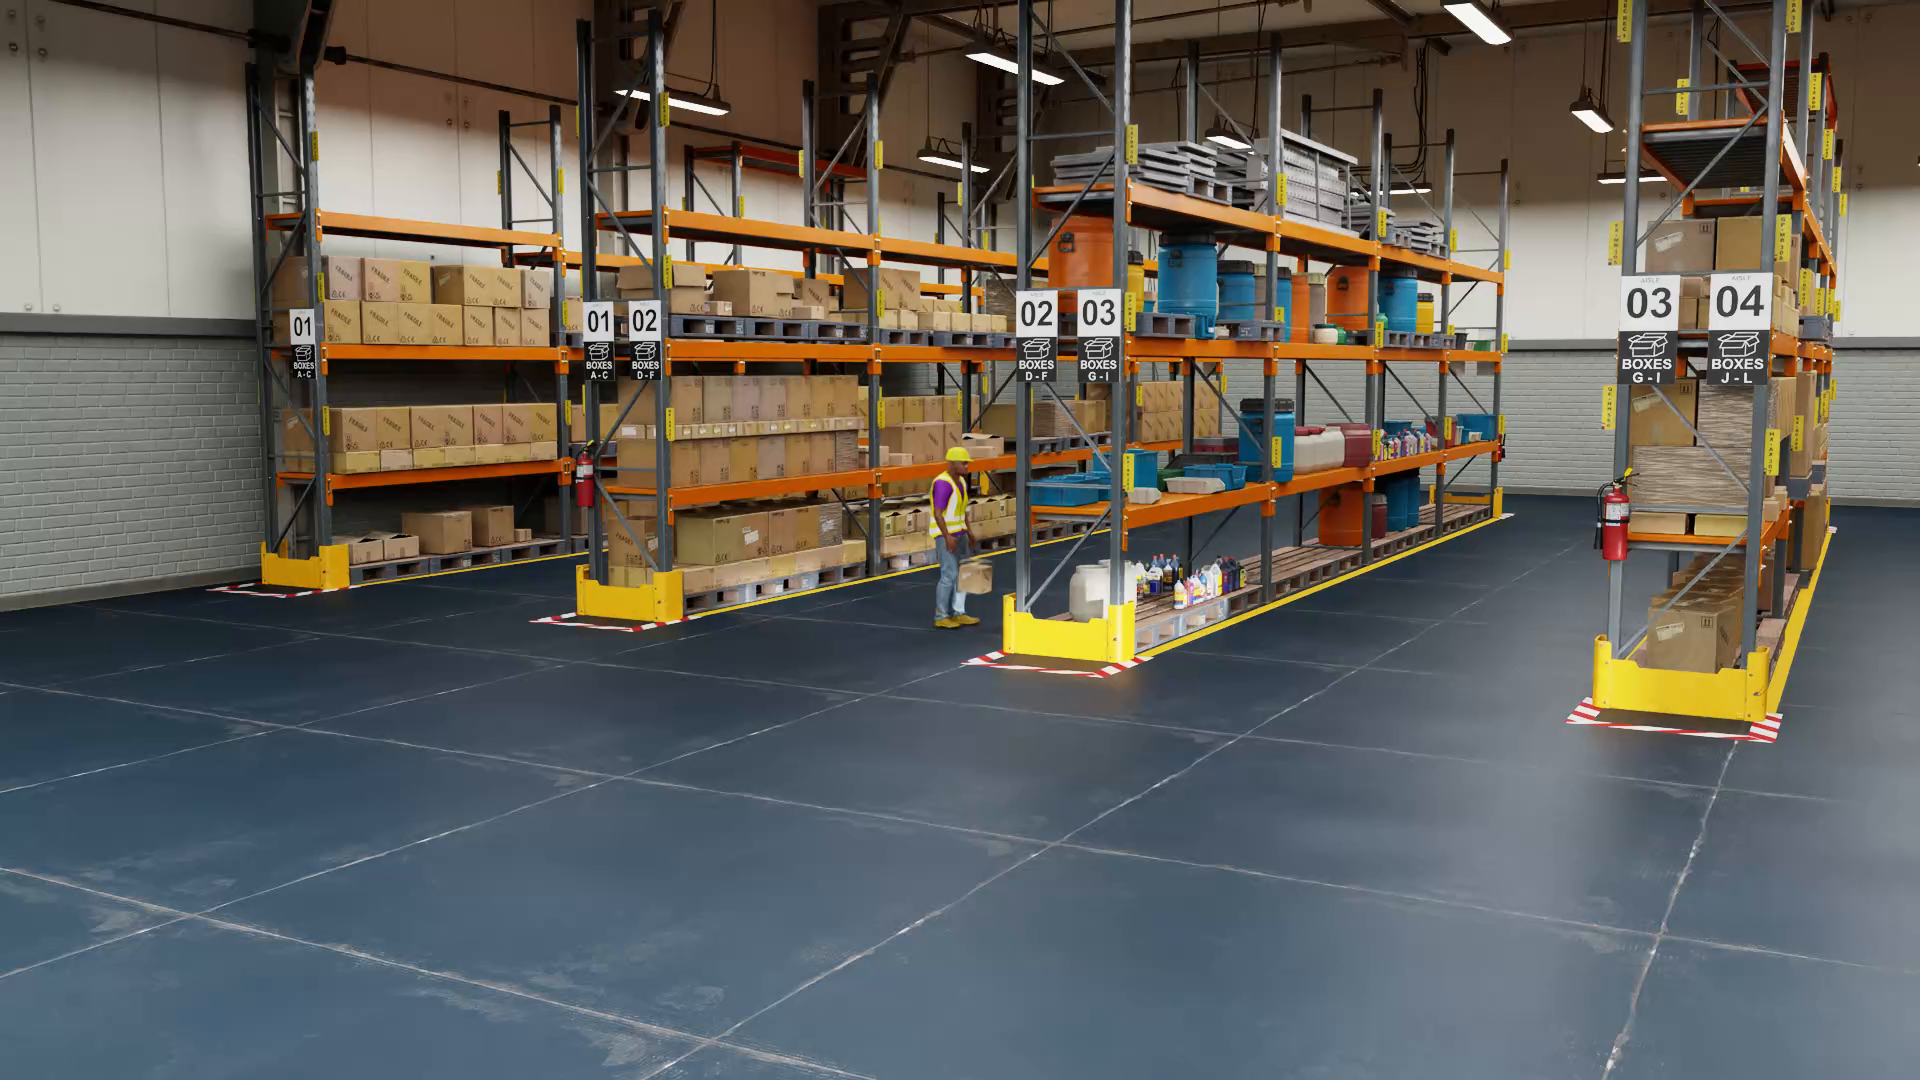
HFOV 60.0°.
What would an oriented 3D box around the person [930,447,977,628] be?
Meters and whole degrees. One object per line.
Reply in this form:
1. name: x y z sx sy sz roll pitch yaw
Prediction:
1. person: -0.049 -0.034 16.380 0.463 1.760 0.631 3 7 28
